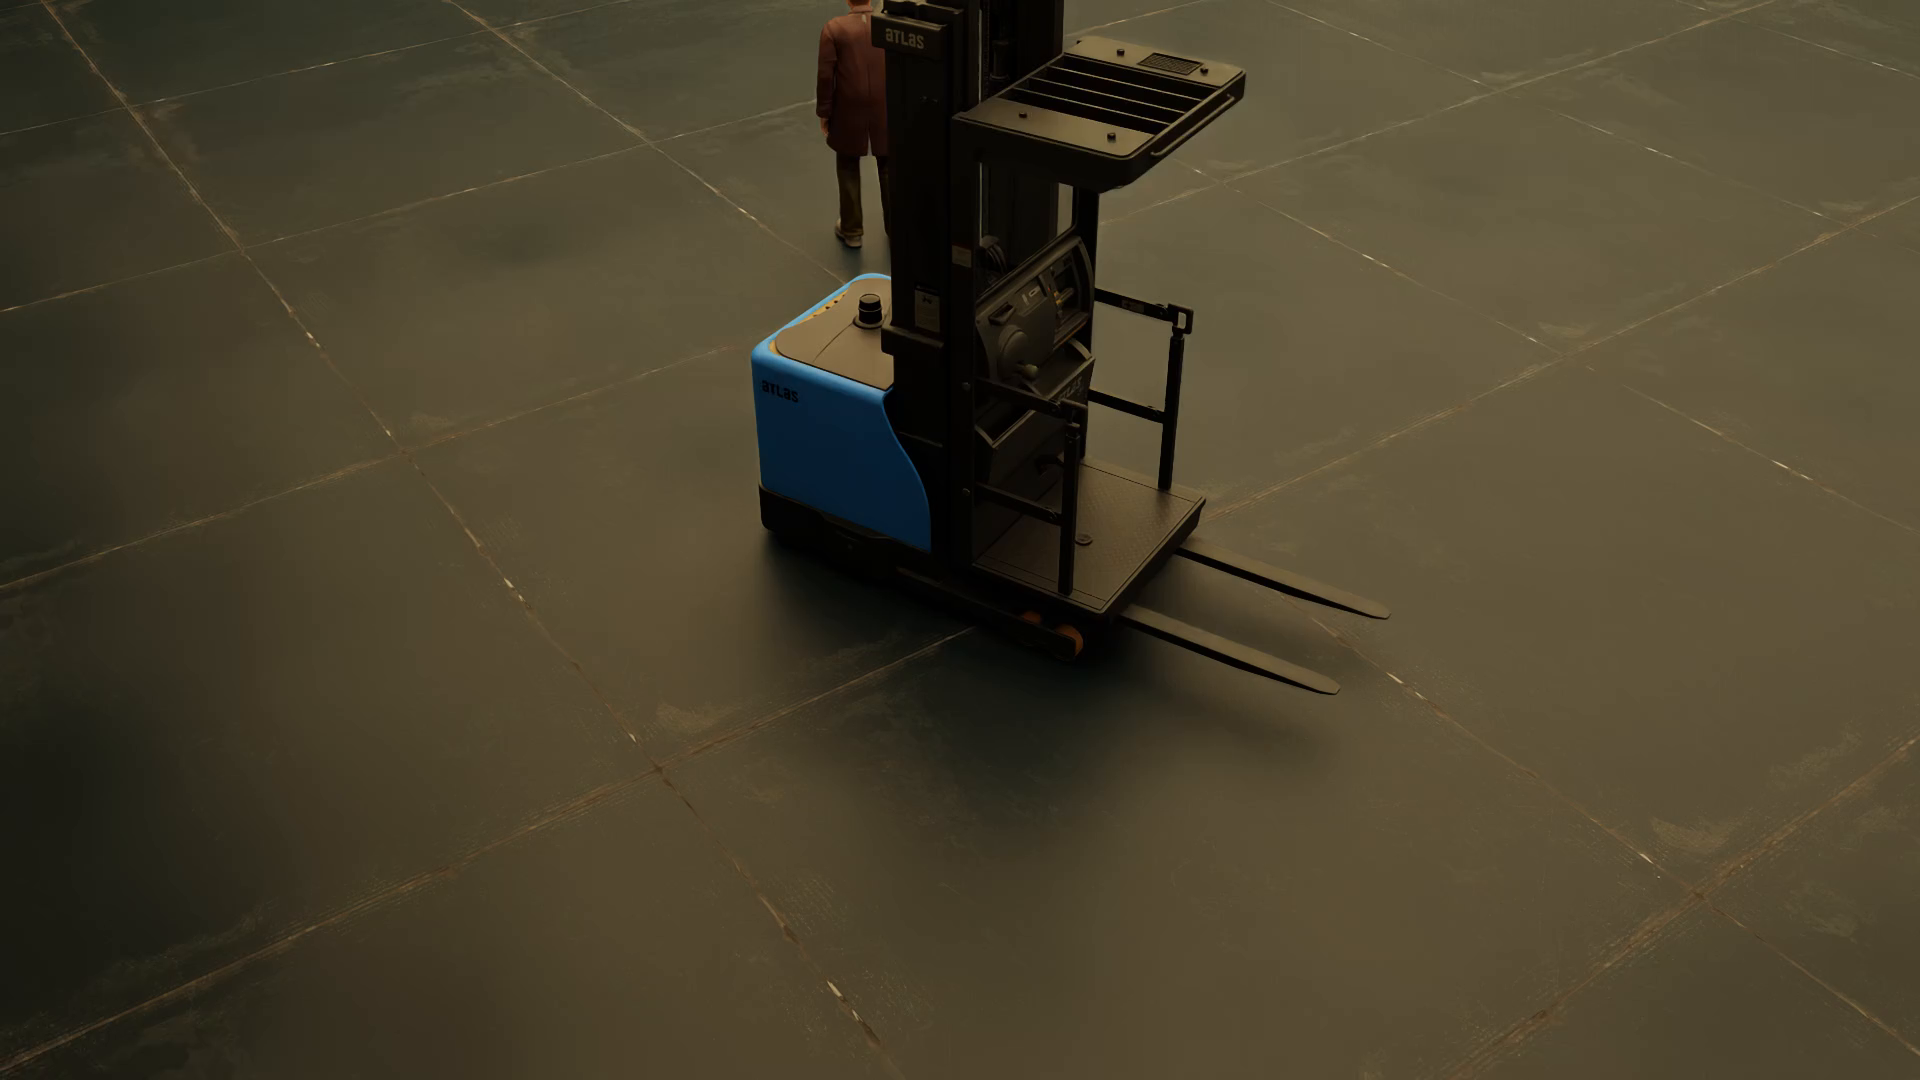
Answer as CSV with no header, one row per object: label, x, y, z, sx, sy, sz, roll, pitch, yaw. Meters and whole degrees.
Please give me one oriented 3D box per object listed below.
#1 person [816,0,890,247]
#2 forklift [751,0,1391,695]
person,-0.602,-2.736,10.622,0.644,1.775,0.439,-6,37,-8
forklift,0.514,-0.985,7.276,3.031,2.935,1.130,21,41,26
